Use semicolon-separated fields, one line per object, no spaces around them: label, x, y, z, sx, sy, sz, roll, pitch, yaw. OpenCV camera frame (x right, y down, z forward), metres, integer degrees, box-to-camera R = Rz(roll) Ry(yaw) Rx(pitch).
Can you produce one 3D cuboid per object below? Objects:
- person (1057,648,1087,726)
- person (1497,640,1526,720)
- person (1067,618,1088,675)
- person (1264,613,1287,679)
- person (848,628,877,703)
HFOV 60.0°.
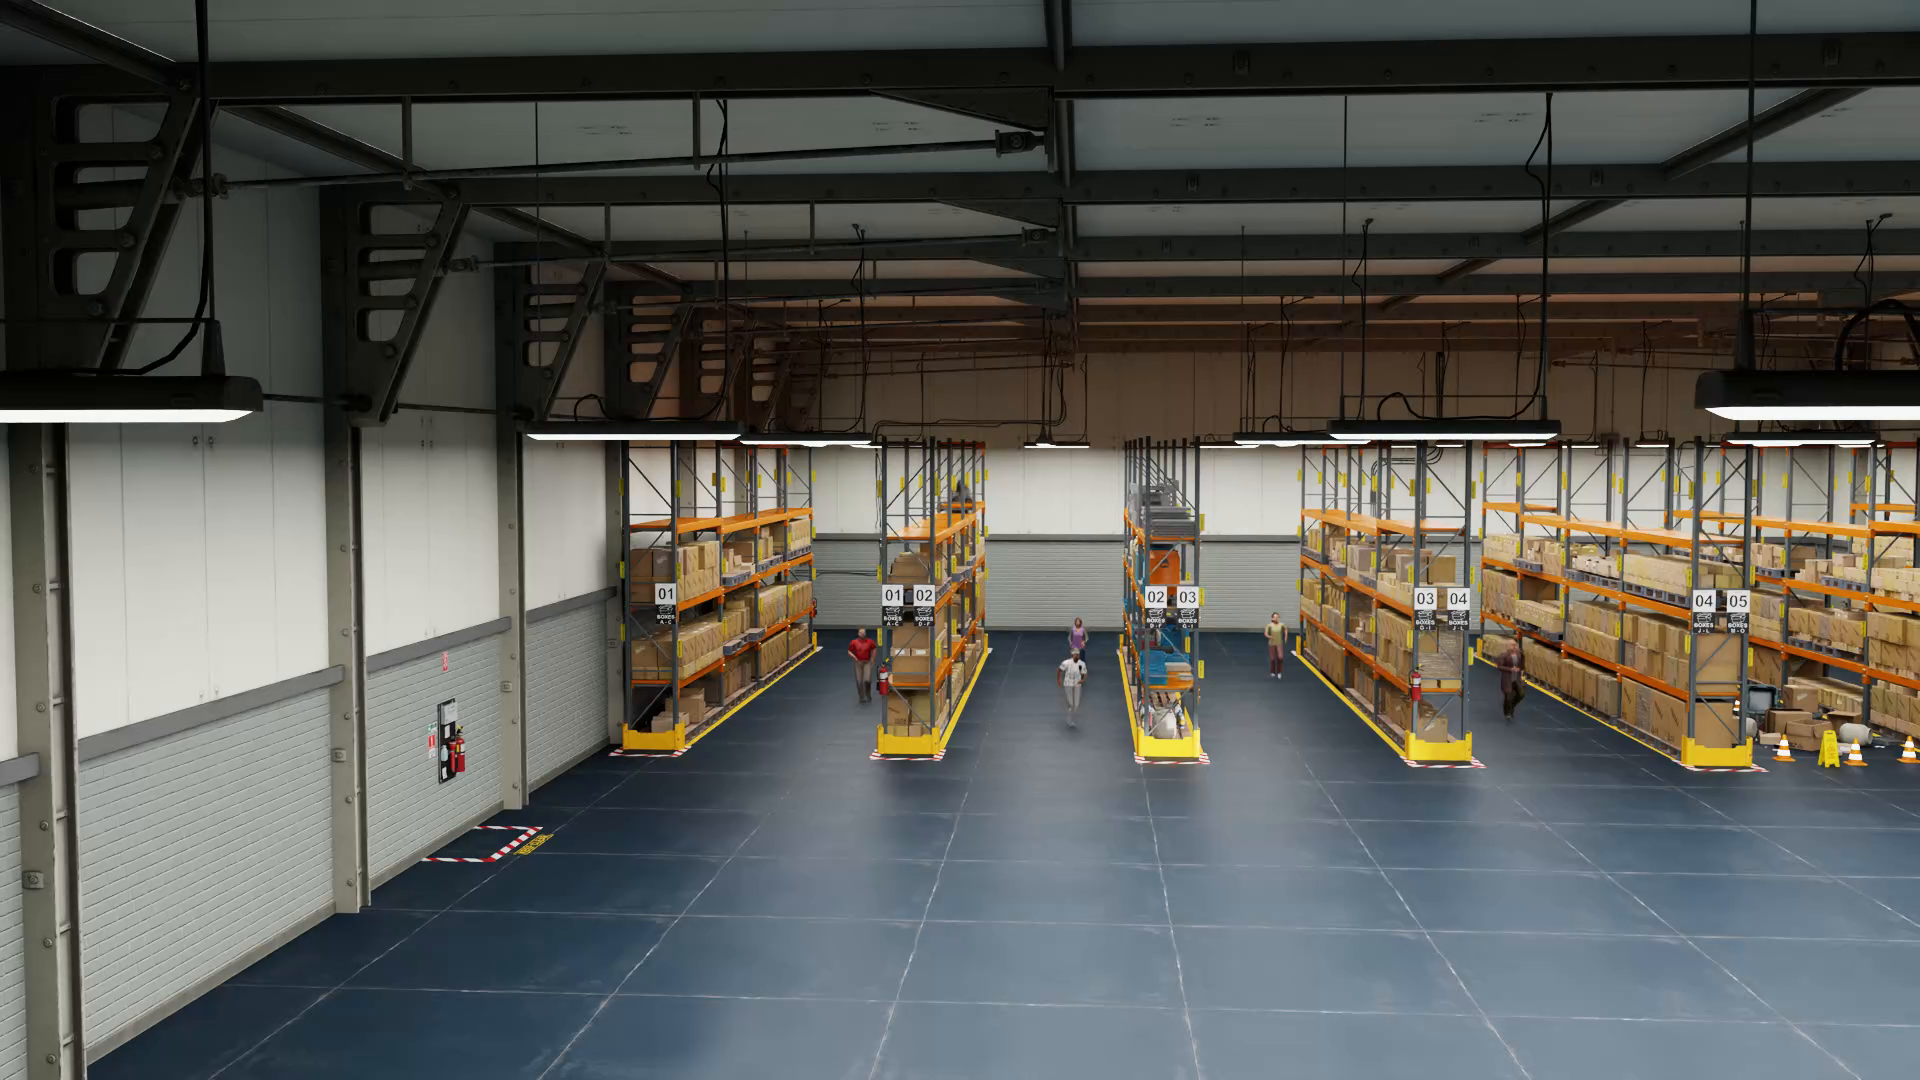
person;2.352;3.061;34.711;0.615;1.649;0.644;0;3;-4
person;11.694;2.967;35.130;0.762;1.729;0.796;-1;3;-10
person;2.949;2.720;41.659;0.535;1.547;0.567;0;3;6
person;7.952;2.661;41.815;0.600;1.681;0.657;0;3;3
person;-2.218;2.859;37.729;0.662;1.715;0.643;0;3;-3
